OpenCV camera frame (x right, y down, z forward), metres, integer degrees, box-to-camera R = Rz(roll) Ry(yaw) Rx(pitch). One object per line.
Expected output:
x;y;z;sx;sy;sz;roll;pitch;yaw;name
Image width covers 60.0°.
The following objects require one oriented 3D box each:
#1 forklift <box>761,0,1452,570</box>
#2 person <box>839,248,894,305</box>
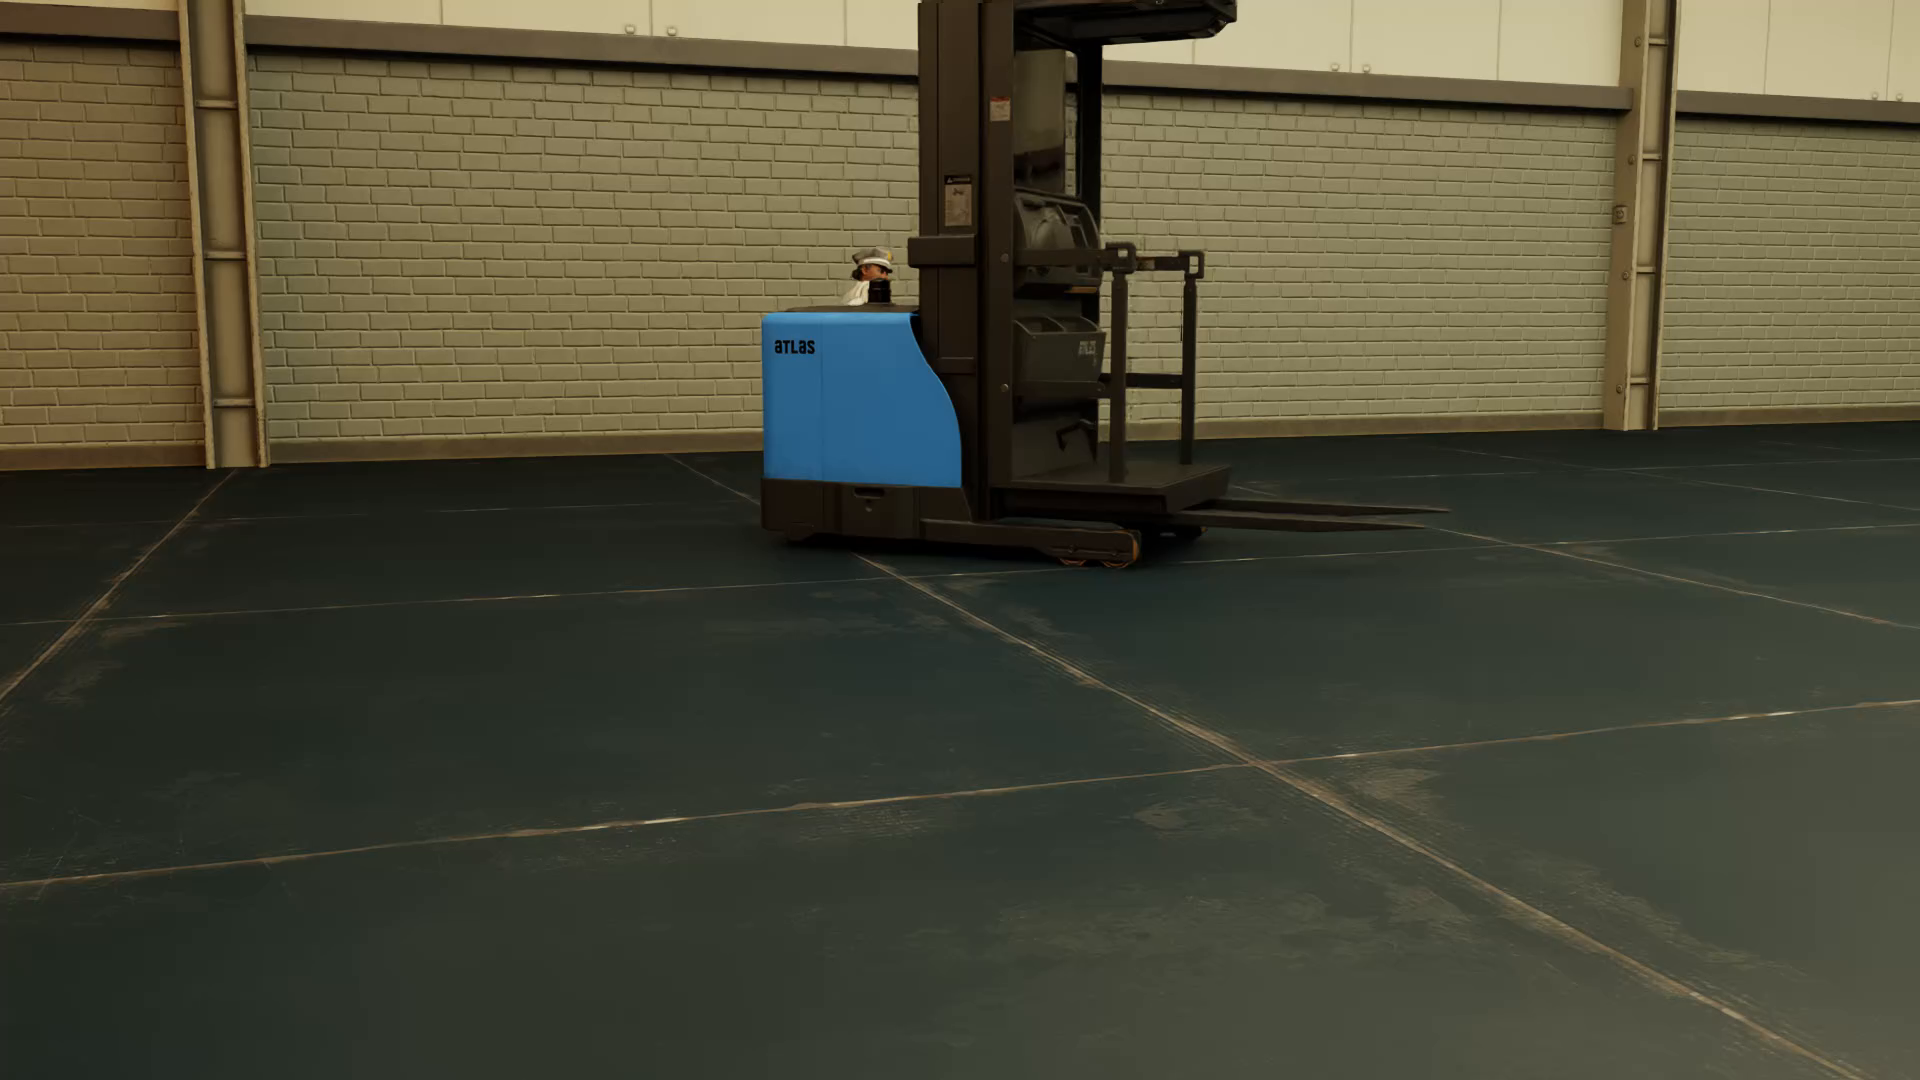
0.629;-1.409;7.408;3.031;2.935;1.130;4;9;25;forklift
-0.463;-1.072;10.285;0.694;1.451;0.680;6;10;40;person
